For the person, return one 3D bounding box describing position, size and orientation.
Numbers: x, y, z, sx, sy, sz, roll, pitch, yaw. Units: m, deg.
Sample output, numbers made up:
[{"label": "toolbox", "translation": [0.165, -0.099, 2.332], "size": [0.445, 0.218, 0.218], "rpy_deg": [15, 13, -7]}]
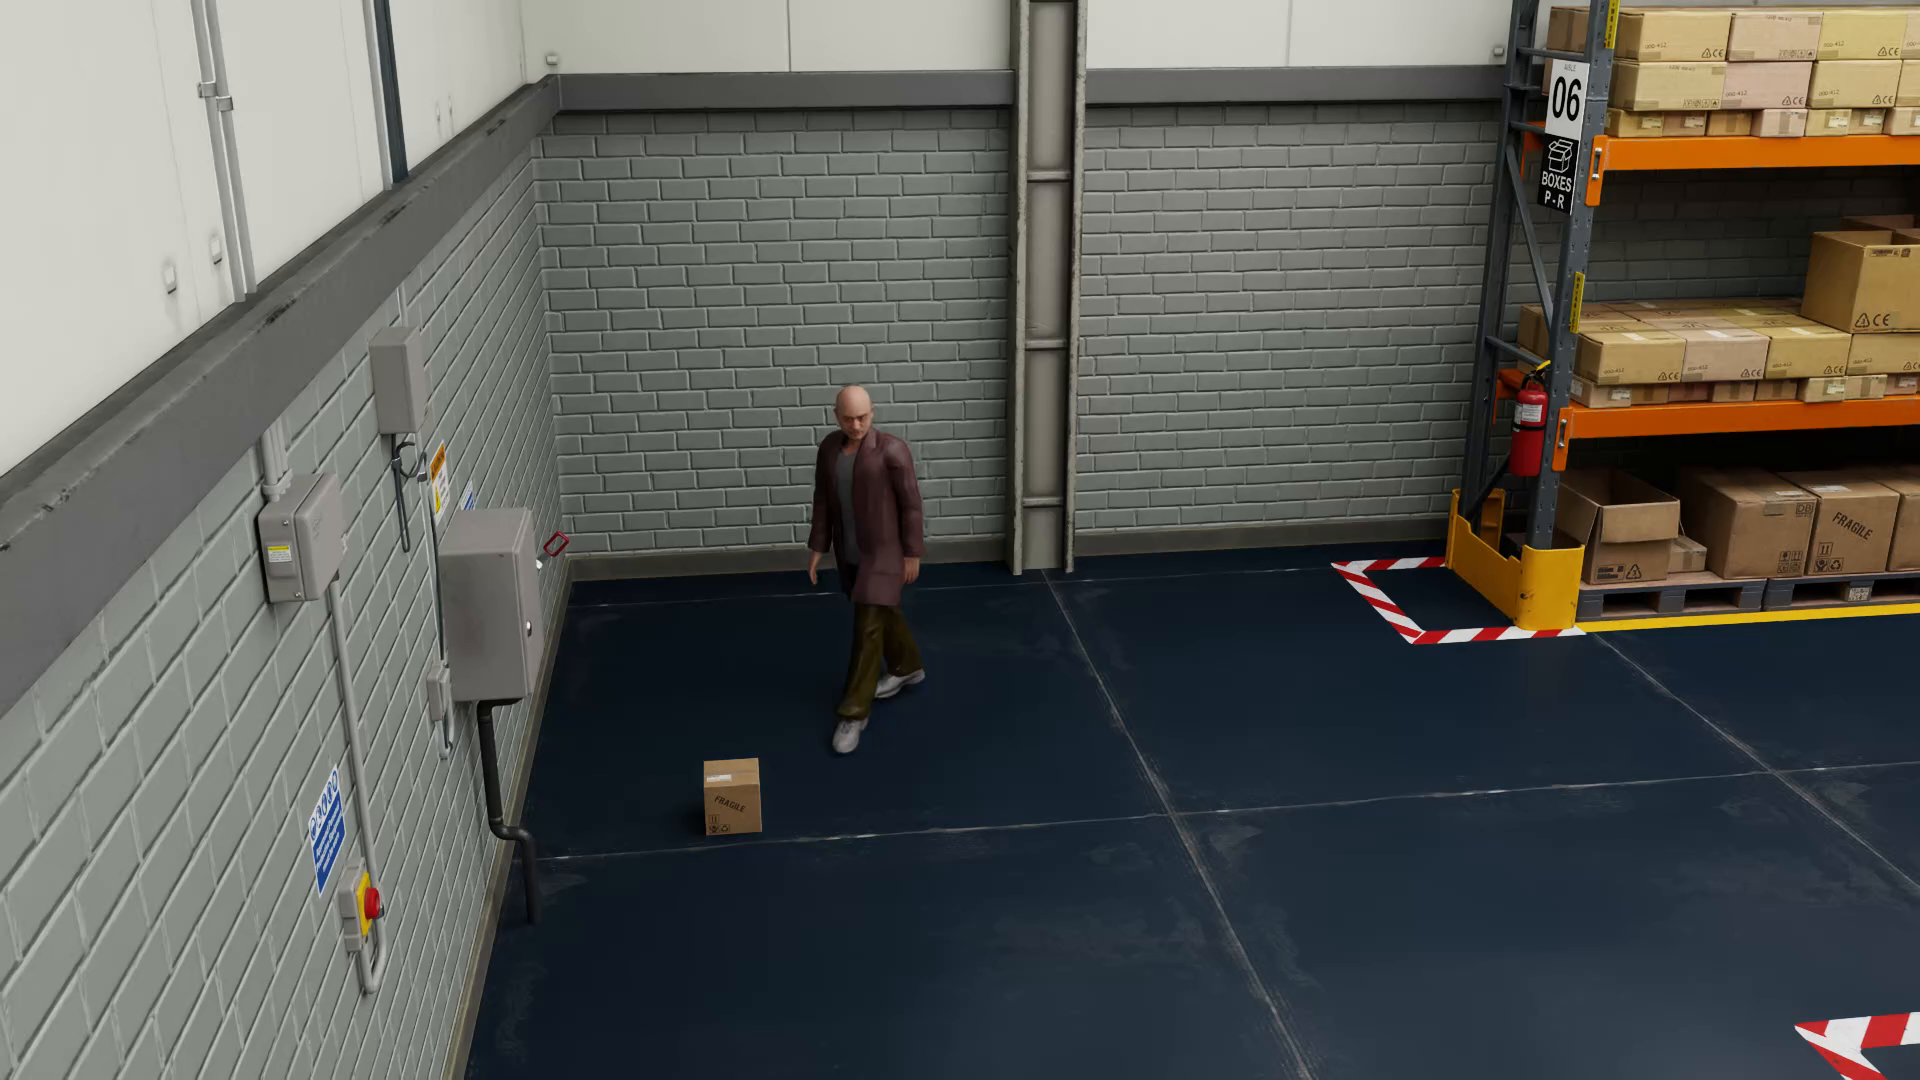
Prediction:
[{"label": "person", "translation": [-0.478, 0.074, 8.363], "size": [0.601, 1.766, 0.901], "rpy_deg": [16, 25, 38]}]
